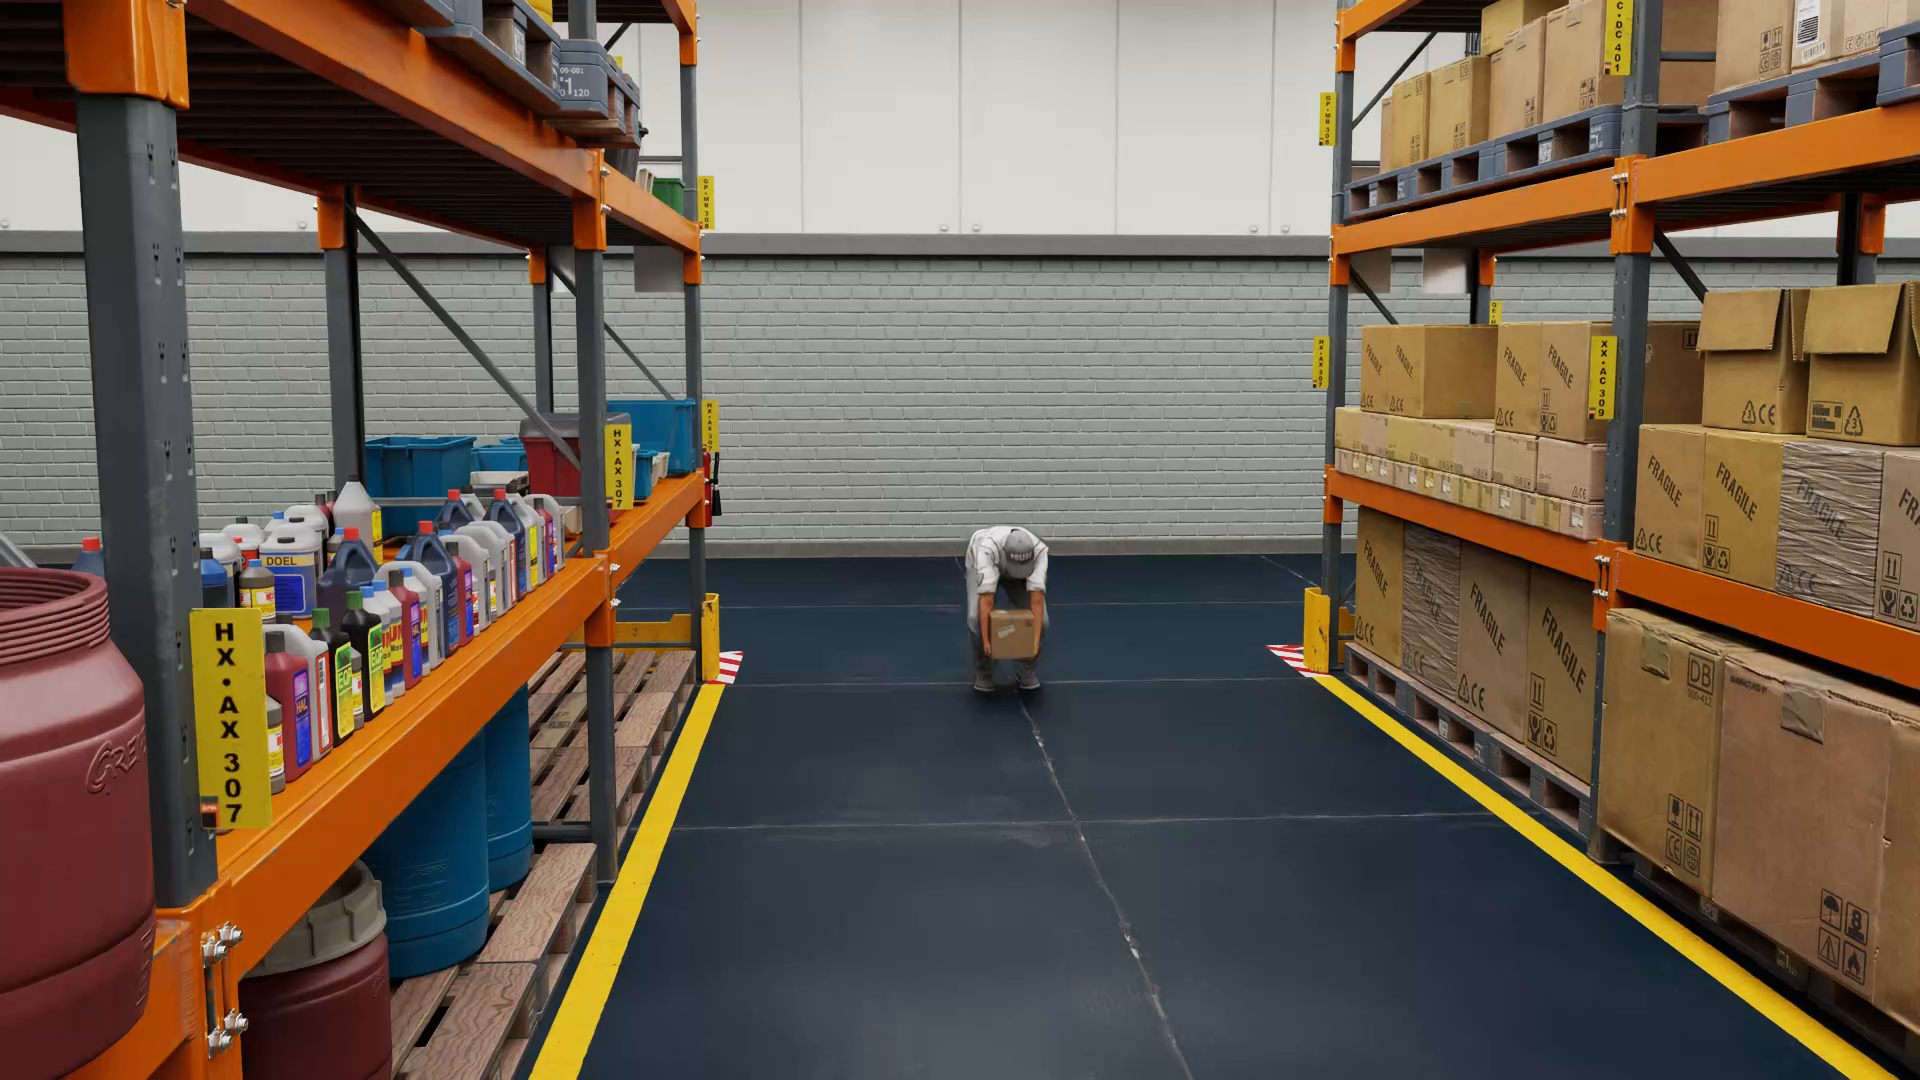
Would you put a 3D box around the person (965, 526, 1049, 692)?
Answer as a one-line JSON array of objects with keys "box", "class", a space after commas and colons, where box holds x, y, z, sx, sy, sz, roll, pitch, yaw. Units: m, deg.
[{"box": [0.293, 0.412, 9.997, 0.504, 1.032, 0.915, -1, 7, -7], "class": "person"}]
